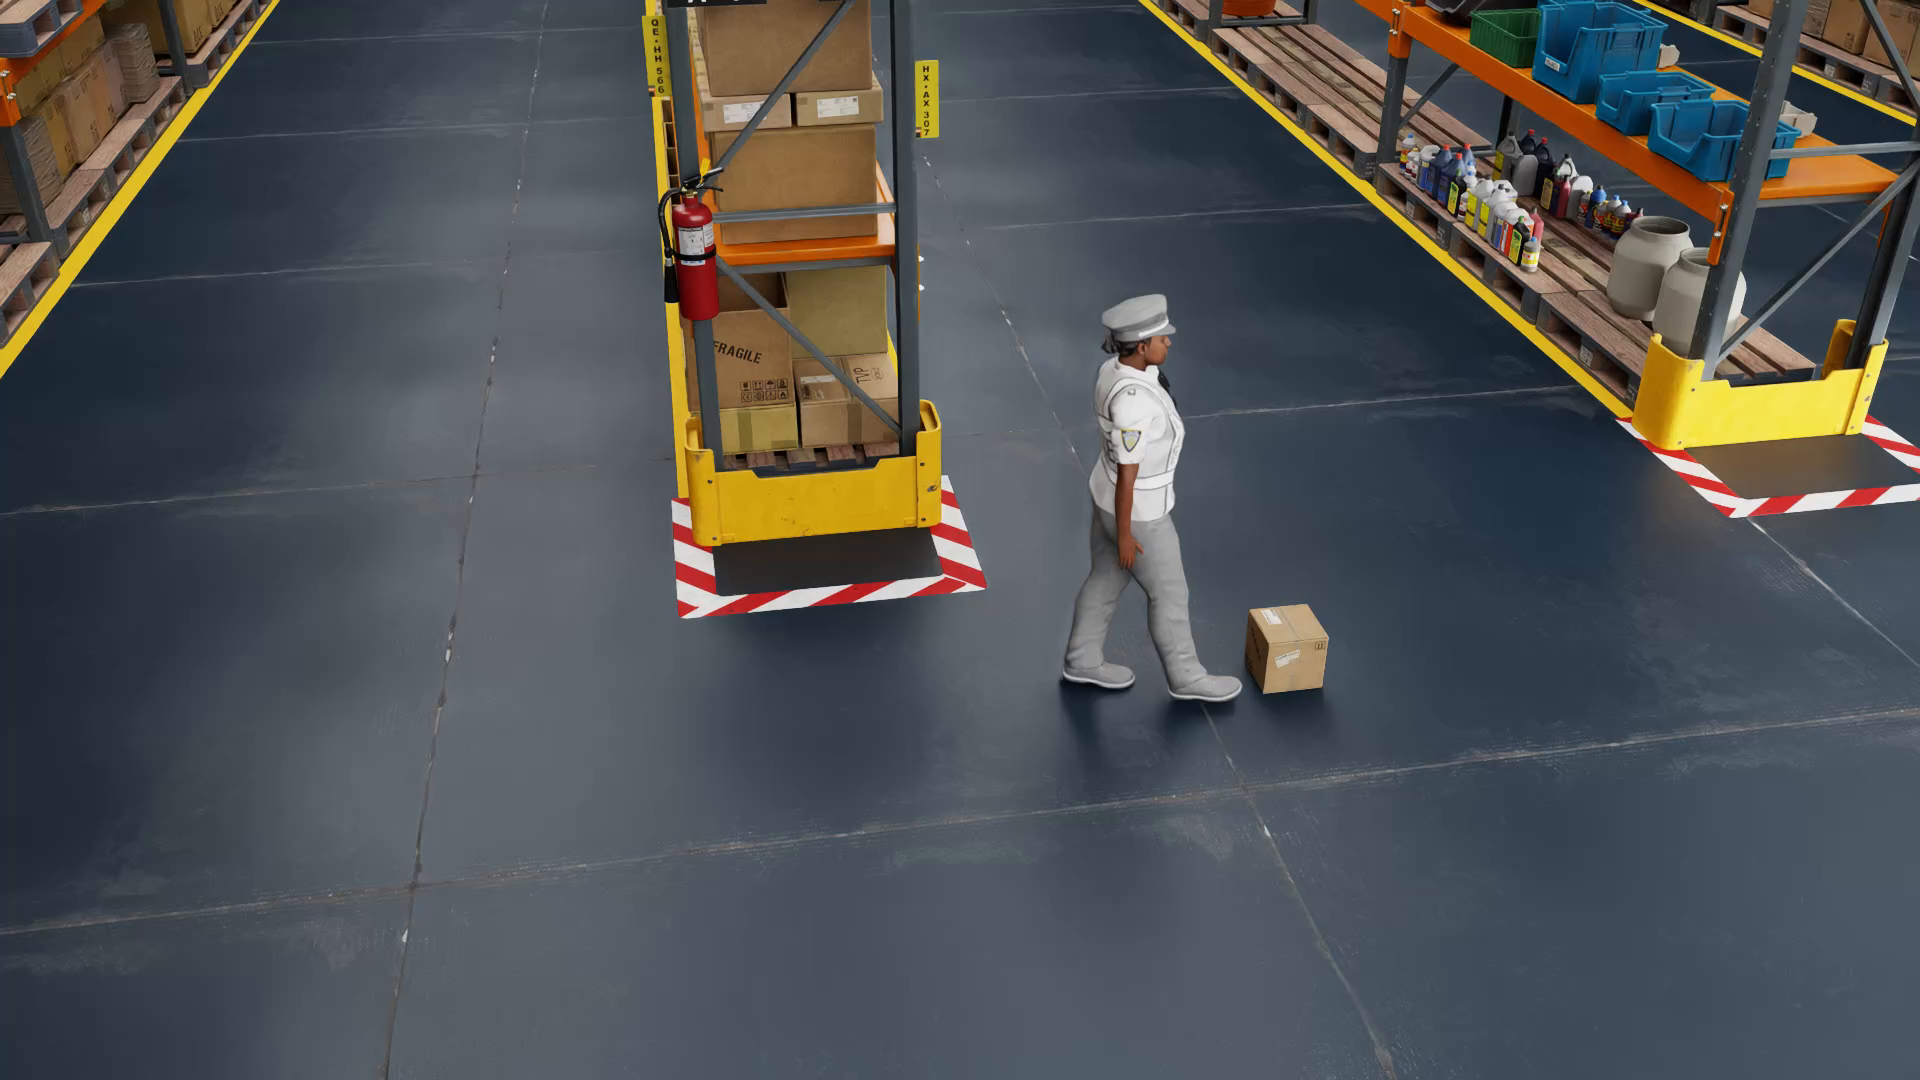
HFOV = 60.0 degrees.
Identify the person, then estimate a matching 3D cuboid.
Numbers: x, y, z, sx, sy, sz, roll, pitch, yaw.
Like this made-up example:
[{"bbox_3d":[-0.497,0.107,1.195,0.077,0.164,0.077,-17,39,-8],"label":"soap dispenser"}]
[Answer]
[{"bbox_3d":[0.766,-0.145,6.349,0.697,1.673,0.463,-3,31,-5],"label":"person"}]
